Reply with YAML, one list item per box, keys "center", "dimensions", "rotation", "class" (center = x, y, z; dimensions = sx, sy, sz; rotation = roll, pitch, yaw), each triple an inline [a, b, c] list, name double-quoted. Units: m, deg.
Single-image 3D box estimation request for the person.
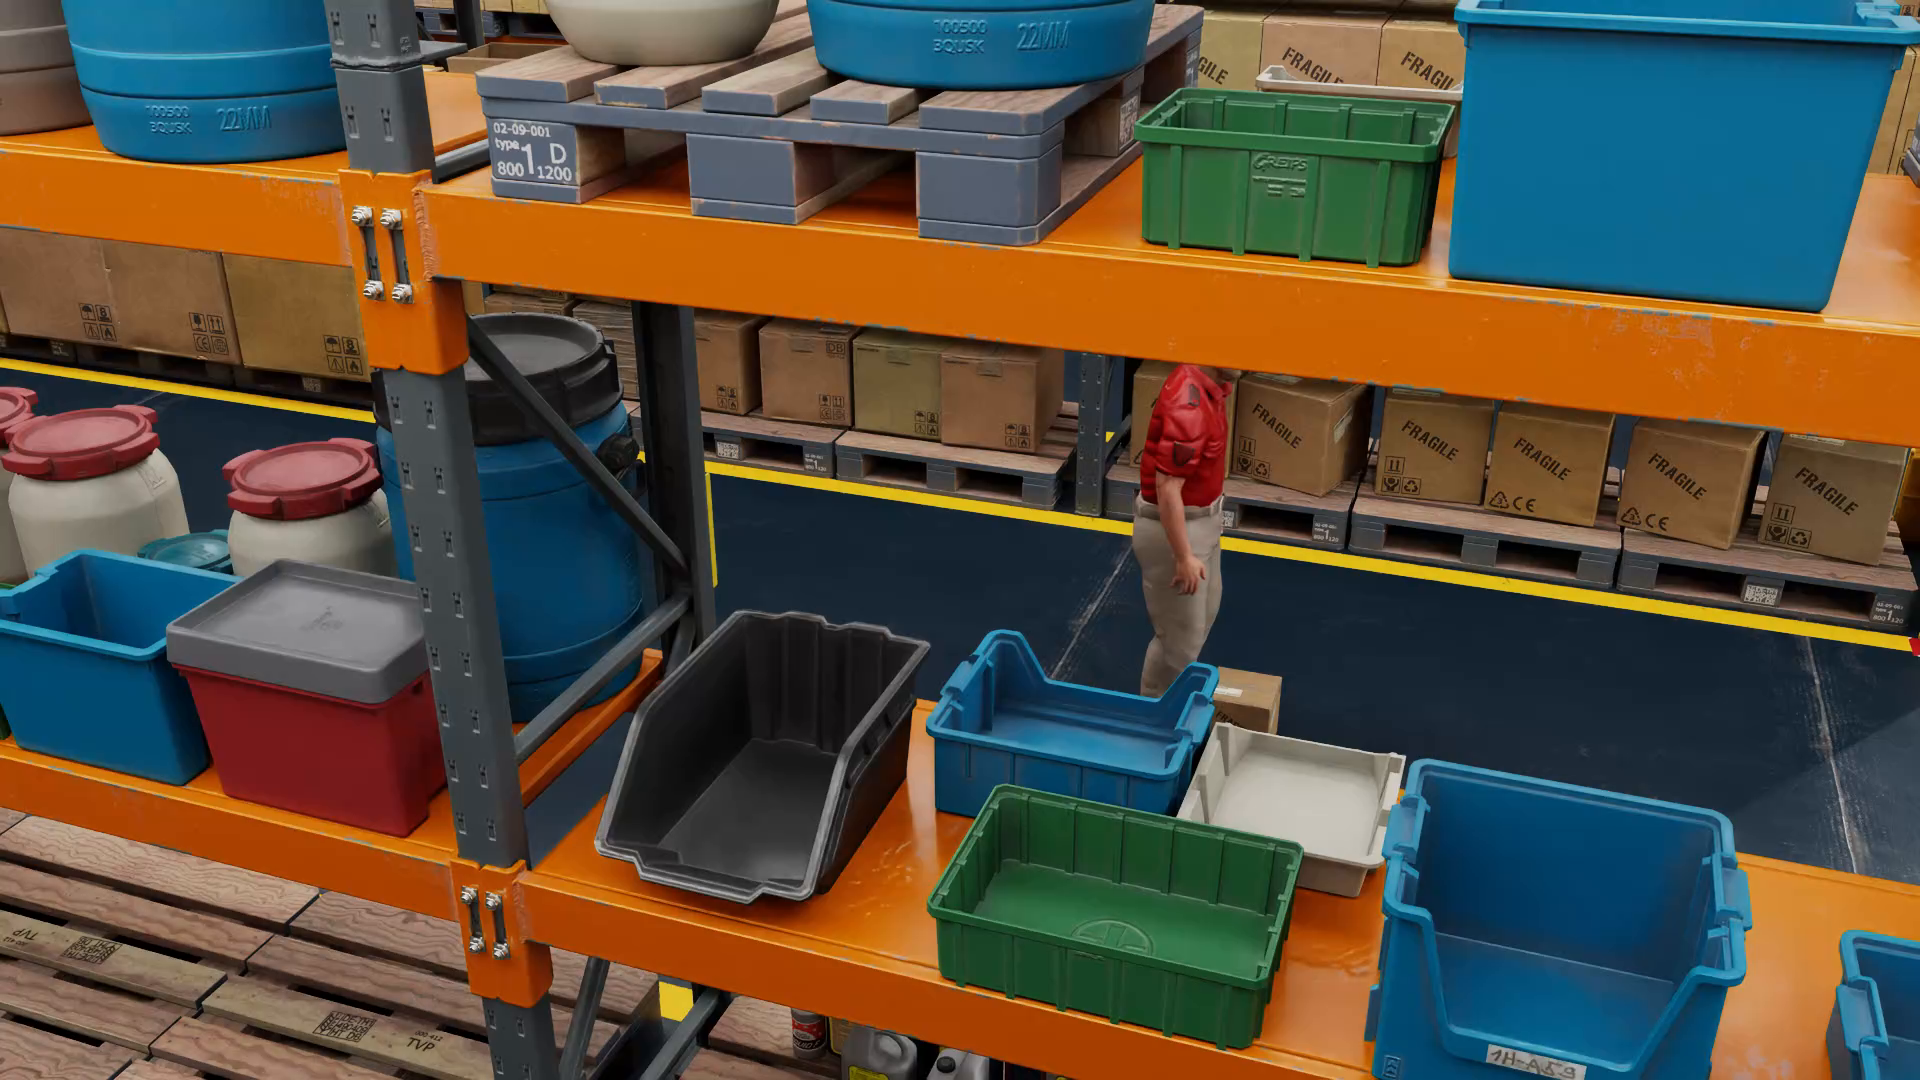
- center: [0.848, -0.028, 6.184]
  dimensions: [0.383, 1.727, 0.599]
  rotation: [8, 27, 16]
  class: "person"
